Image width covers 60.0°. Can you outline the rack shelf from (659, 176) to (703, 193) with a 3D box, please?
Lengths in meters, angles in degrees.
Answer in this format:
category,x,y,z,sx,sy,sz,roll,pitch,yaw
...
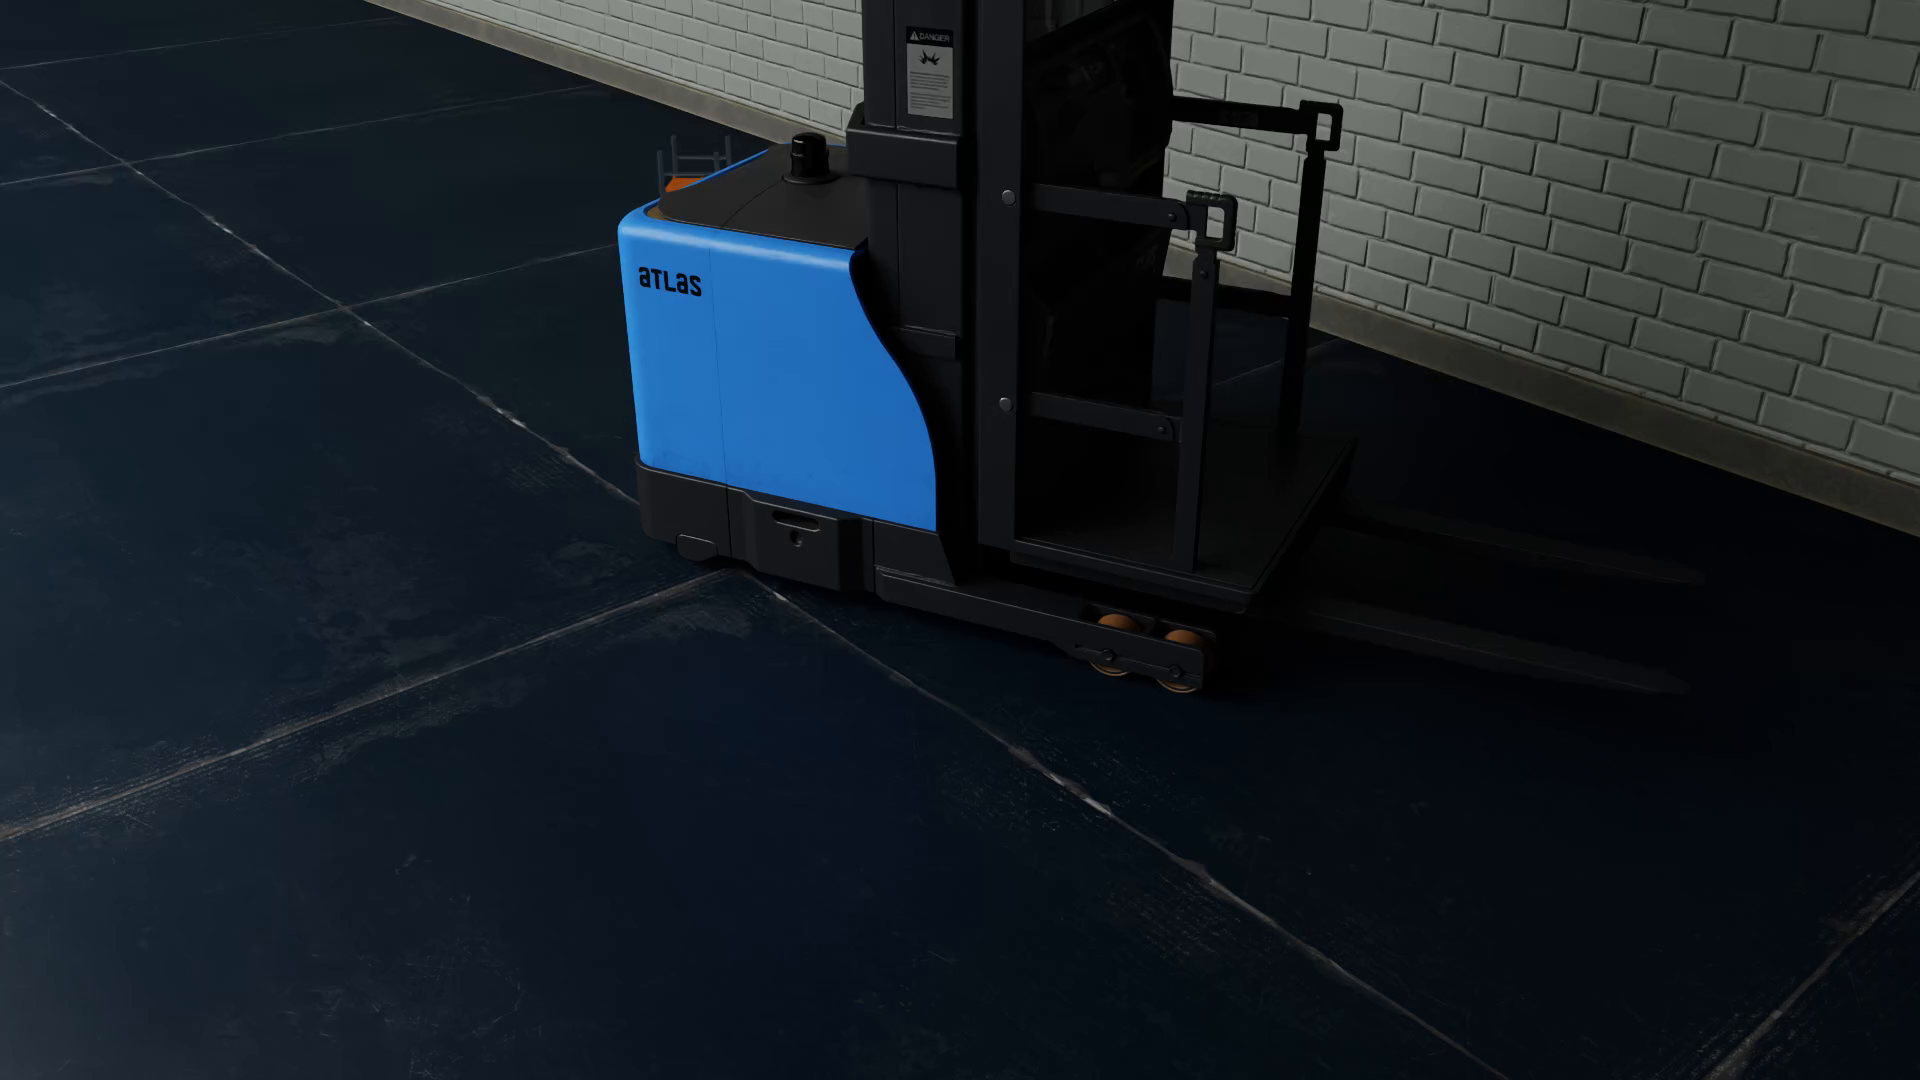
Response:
category,x,y,z,sx,sy,sz,roll,pitch,yaw
rack shelf,-0.875,-1.078,5.580,0.215,0.259,0.240,1,25,1

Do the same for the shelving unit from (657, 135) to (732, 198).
category,x,y,z,sx,sy,sz,roll,pitch,yaw
shelving unit,-0.875,-0.831,5.696,0.215,1.050,0.252,1,25,1

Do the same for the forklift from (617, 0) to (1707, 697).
category,x,y,z,sx,sy,sz,roll,pitch,yaw
forklift,0.563,-1.165,4.338,3.031,2.935,1.130,13,31,22

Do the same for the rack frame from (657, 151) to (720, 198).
category,x,y,z,sx,sy,sz,roll,pitch,yaw
rack frame,-0.878,-0.779,5.586,0.200,1.050,0.008,1,25,1

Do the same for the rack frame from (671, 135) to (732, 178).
category,x,y,z,sx,sy,sz,roll,pitch,yaw
rack frame,-0.872,-0.883,5.807,0.200,1.050,0.008,1,25,1
